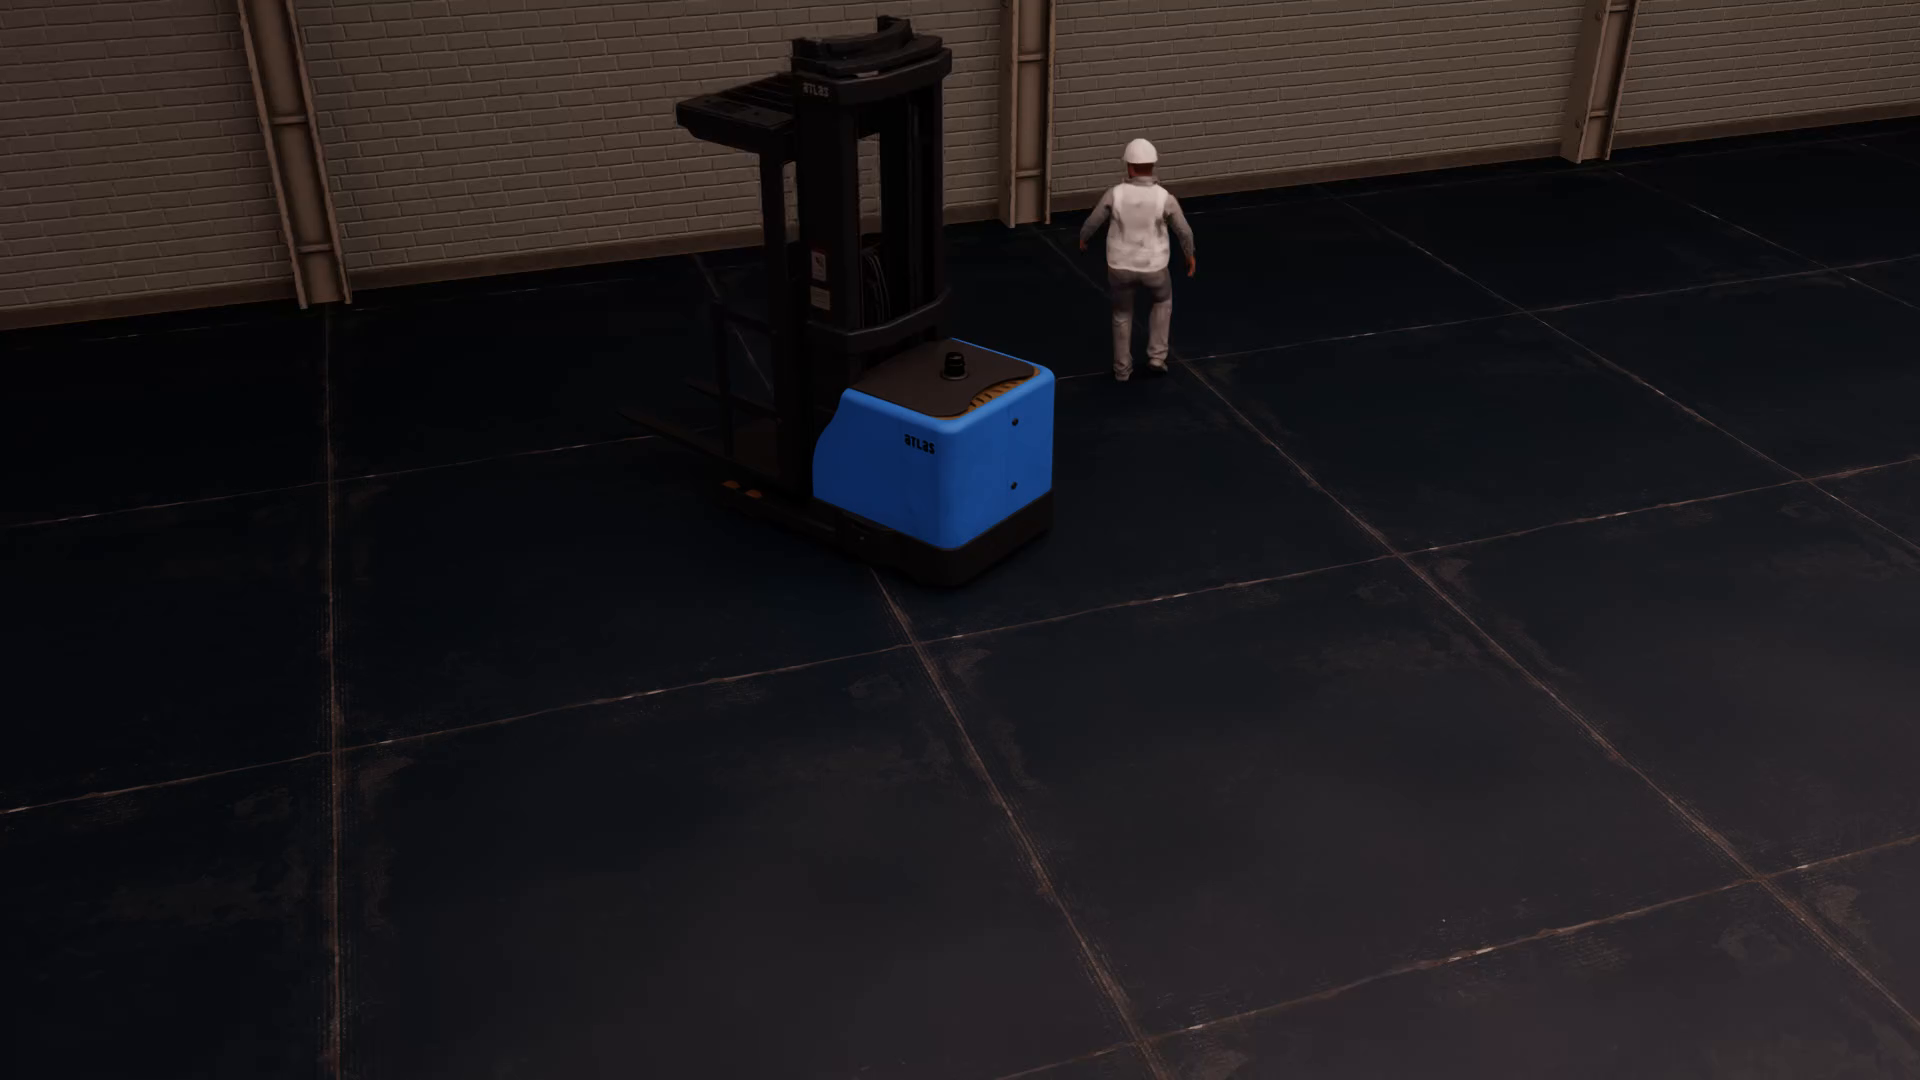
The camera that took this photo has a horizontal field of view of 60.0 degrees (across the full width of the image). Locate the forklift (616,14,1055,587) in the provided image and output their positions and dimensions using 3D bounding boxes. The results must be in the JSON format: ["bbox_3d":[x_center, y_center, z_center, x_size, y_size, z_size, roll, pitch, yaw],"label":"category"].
[{"bbox_3d":[-0.903,-1.597,9.863,3.031,2.935,1.130,22,36,33],"label":"forklift"}]

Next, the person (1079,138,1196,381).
[{"bbox_3d":[1.232,-1.961,11.718,0.843,1.780,0.500,8,31,13],"label":"person"}]
